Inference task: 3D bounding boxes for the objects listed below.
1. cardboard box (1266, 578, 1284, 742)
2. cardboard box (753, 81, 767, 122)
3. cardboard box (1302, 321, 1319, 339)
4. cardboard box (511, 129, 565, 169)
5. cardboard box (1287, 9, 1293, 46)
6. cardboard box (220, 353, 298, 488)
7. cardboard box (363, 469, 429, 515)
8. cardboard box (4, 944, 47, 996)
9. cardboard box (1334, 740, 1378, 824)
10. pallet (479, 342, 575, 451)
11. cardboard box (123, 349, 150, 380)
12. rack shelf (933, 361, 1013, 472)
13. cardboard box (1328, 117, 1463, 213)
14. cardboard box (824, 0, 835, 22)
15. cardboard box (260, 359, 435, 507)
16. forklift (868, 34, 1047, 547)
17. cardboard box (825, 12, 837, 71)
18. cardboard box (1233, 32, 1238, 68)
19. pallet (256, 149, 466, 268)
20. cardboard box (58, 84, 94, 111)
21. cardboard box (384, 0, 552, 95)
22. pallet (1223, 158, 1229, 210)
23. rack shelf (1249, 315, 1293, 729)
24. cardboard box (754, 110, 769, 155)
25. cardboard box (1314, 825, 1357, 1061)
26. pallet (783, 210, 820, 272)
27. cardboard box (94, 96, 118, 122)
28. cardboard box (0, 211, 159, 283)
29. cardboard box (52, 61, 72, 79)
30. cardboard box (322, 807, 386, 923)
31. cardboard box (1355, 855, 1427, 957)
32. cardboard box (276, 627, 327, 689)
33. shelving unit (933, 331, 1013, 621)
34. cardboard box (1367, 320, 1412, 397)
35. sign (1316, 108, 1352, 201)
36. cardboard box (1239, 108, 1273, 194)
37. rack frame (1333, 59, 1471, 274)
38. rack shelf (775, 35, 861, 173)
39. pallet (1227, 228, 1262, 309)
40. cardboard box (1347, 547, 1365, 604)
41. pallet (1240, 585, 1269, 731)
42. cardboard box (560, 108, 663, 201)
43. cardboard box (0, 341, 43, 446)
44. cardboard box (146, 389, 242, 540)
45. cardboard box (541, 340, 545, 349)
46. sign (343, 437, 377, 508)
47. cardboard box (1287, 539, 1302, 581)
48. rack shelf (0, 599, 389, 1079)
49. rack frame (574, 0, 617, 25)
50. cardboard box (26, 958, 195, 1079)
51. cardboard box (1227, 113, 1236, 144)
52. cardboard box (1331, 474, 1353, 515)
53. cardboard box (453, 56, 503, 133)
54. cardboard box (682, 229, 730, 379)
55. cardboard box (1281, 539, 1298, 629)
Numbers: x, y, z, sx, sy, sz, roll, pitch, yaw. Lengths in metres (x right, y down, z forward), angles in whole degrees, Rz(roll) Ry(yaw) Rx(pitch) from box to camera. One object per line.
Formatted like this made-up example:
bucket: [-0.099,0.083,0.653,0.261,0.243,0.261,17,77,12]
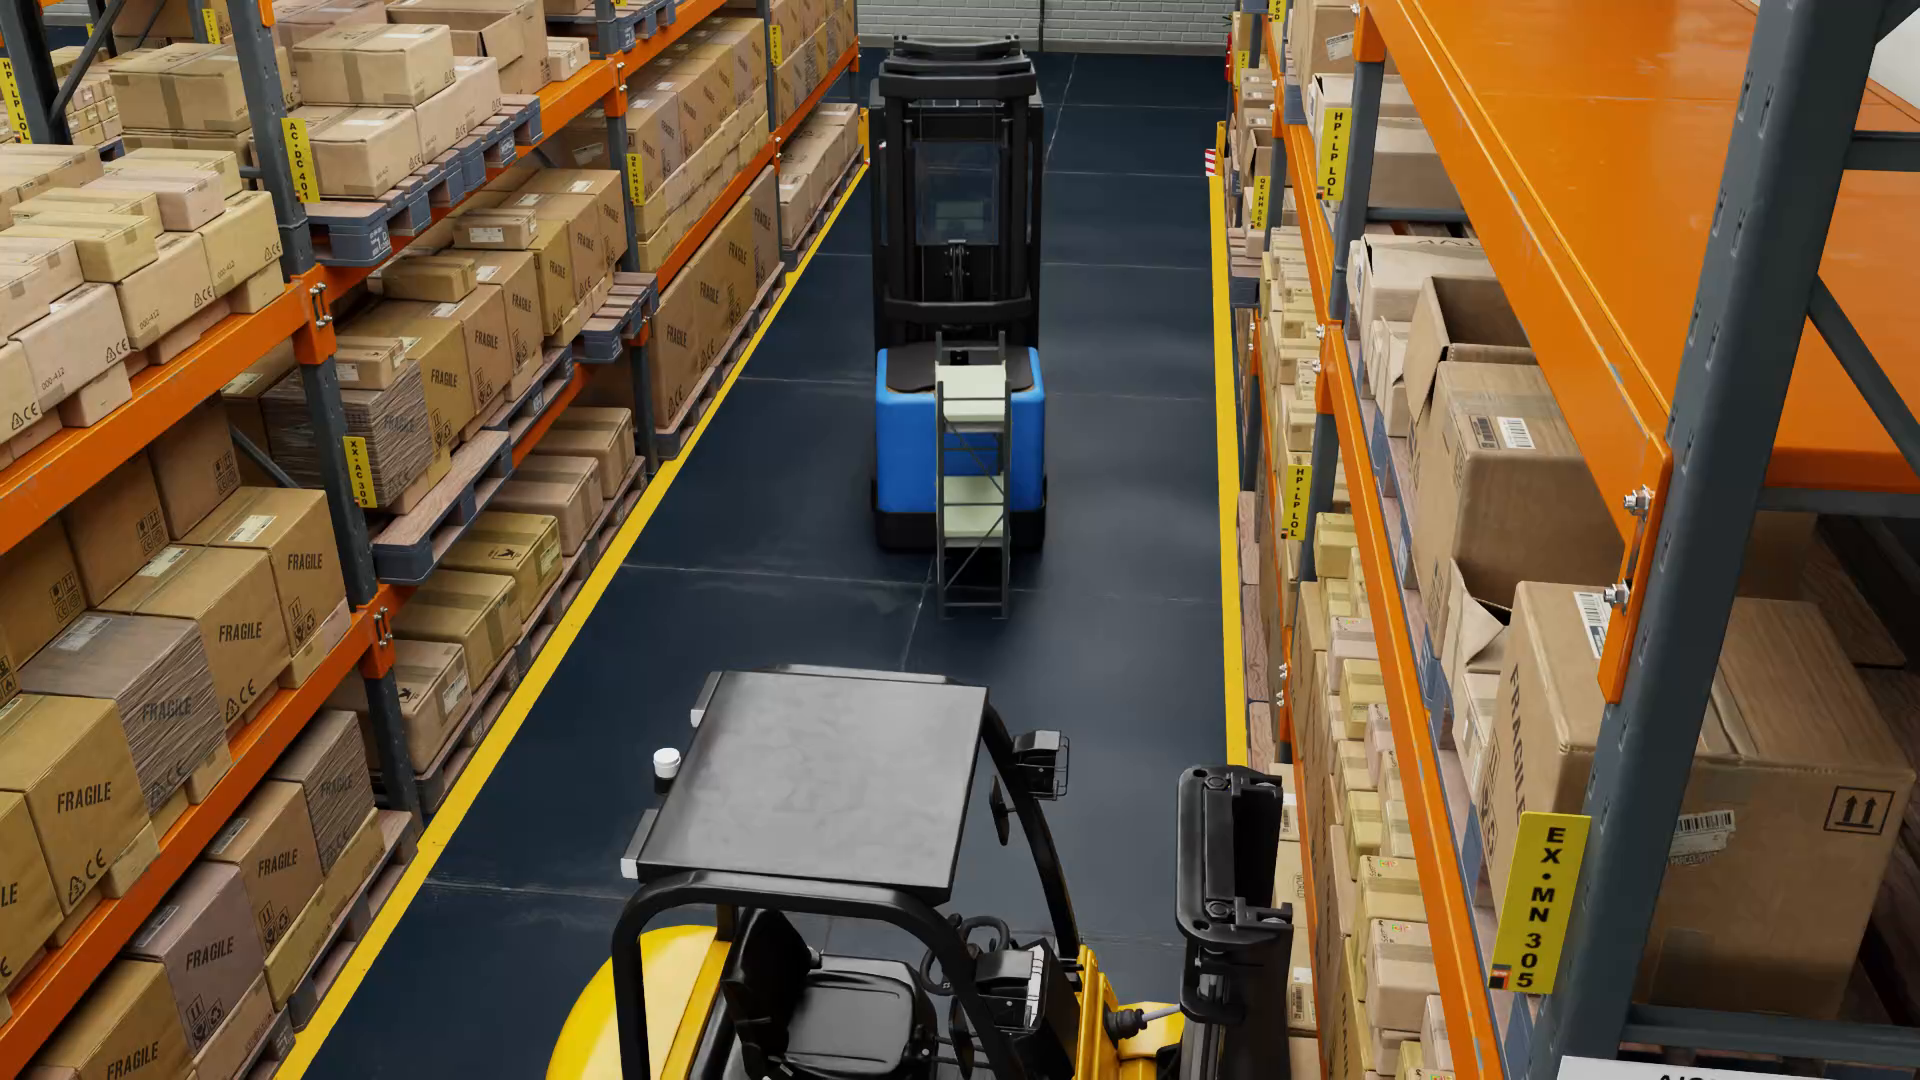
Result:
cardboard box: [2.016,0.606,8.316,0.875,0.625,0.625,3,28,6]
cardboard box: [-1.898,-3.629,13.746,0.500,0.250,0.500,3,28,6]
cardboard box: [1.936,-0.987,8.422,0.380,0.149,0.250,3,28,6]
cardboard box: [-2.772,-2.556,10.964,0.500,0.500,0.500,3,28,5]
cardboard box: [2.007,-2.827,9.162,0.380,0.166,0.250,3,28,6]
cardboard box: [-3.237,-0.521,7.485,0.500,0.500,0.500,3,28,5]
cardboard box: [-2.685,-0.247,7.659,0.380,0.149,0.250,4,29,7]
cardboard box: [-3.131,1.307,5.219,0.380,0.149,0.250,4,29,8]
cardboard box: [1.375,0.762,5.175,0.380,0.149,0.250,2,28,5]
pallet: [-2.778,-0.795,9.057,1.003,0.211,1.213,3,28,6]
cardboard box: [-3.006,-0.622,5.636,0.380,0.149,0.250,2,28,4]
rack shelf: [0.068,-0.713,9.462,0.431,0.370,0.720,-1,28,-1]
cardboard box: [1.708,-1.509,6.563,0.500,0.311,0.500,2,28,5]
cardboard box: [-1.517,-5.342,16.136,0.500,0.500,0.500,3,28,6]
cardboard box: [-2.724,-0.494,7.435,0.500,0.500,0.500,4,29,7]
forklift: [-0.031,-1.906,10.989,1.130,2.935,3.031,-1,28,-1]
cardboard box: [-1.522,-4.903,16.374,0.500,0.500,0.500,4,29,8]
cardboard box: [2.888,-4.683,15.917,0.500,0.250,0.500,3,28,5]
pallet: [-2.885,-1.453,7.111,1.213,0.211,1.003,3,28,6]
cardboard box: [-7.027,-3.459,12.994,0.380,0.149,0.250,2,28,4]
cardboard box: [-2.702,-2.732,9.183,0.700,0.500,0.500,3,28,6]
pallet: [3.225,-3.653,17.101,1.003,0.211,1.213,3,28,6]
rack shelf: [2.106,-0.268,8.636,1.077,0.370,4.000,3,28,6]
cardboard box: [-1.890,-3.404,13.857,0.500,0.250,0.500,3,28,5]
cardboard box: [1.356,1.226,4.998,0.500,0.500,0.500,4,29,7]
pallet: [-1.915,-2.822,15.558,1.003,0.211,1.213,3,28,6]
cardboard box: [-6.990,-3.451,13.293,0.380,0.149,0.250,2,28,4]
cardboard box: [-2.866,-0.956,5.415,0.380,0.149,0.250,4,29,8]
cardboard box: [-7.578,-3.862,13.742,0.380,0.149,0.250,4,29,7]
cardboard box: [-2.872,1.389,7.257,0.500,0.250,0.500,5,29,9]
cardboard box: [1.262,0.991,4.437,0.380,0.149,0.250,4,29,7]
cardboard box: [-2.827,0.467,6.778,0.380,0.149,0.250,4,29,7]
shelving unit: [0.068,-0.370,9.647,0.431,1.500,0.755,-1,28,-1]
cardboard box: [1.410,-0.527,4.912,0.380,0.149,0.250,4,29,8]
sign: [1.321,-1.357,5.860,0.100,0.325,0.005,3,28,6]
cardboard box: [2.400,-2.810,12.048,0.700,0.500,0.500,3,28,6]
rack frame: [1.861,-2.285,5.295,1.000,3.000,0.127,3,28,6]
rack shelf: [-1.841,-4.321,16.158,1.077,0.370,4.000,3,28,6]
pallet: [2.364,-1.765,10.858,1.213,0.211,1.003,3,28,6]
cardboard box: [1.602,0.158,5.983,0.380,0.149,0.250,4,29,7]
pallet: [2.059,0.659,9.096,1.003,0.211,1.213,3,28,6]
cardboard box: [-2.273,-2.515,10.889,0.500,0.500,0.500,2,28,5]
cardboard box: [-3.038,-0.375,4.758,0.500,0.250,0.500,4,29,7]
cardboard box: [-3.335,-0.351,6.558,0.700,0.500,0.500,3,28,6]
cardboard box: [-2.544,-1.109,9.259,0.380,0.149,0.250,4,29,7]
sign: [-2.526,-0.284,6.993,0.100,0.325,0.005,3,28,6]
cardboard box: [1.667,-0.044,7.092,0.500,0.250,0.500,3,28,5]
rack shelf: [-3.311,1.328,5.674,1.077,0.370,4.000,3,28,6]
rack frame: [-2.576,-4.454,9.322,1.000,3.000,0.127,3,28,6]
cardboard box: [-3.051,1.791,5.721,0.500,0.500,0.500,4,29,7]
cardboard box: [3.162,-4.096,17.171,0.797,0.503,0.637,2,28,4]
cardboard box: [1.682,-0.147,6.863,0.380,0.149,0.250,4,29,8]
cardboard box: [-2.495,-2.099,7.828,0.500,0.250,0.500,3,28,6]
cardboard box: [-2.295,-1.803,12.523,0.875,0.875,0.875,4,29,7]
cardboard box: [1.663,0.170,7.222,0.500,0.250,0.500,4,29,7]
